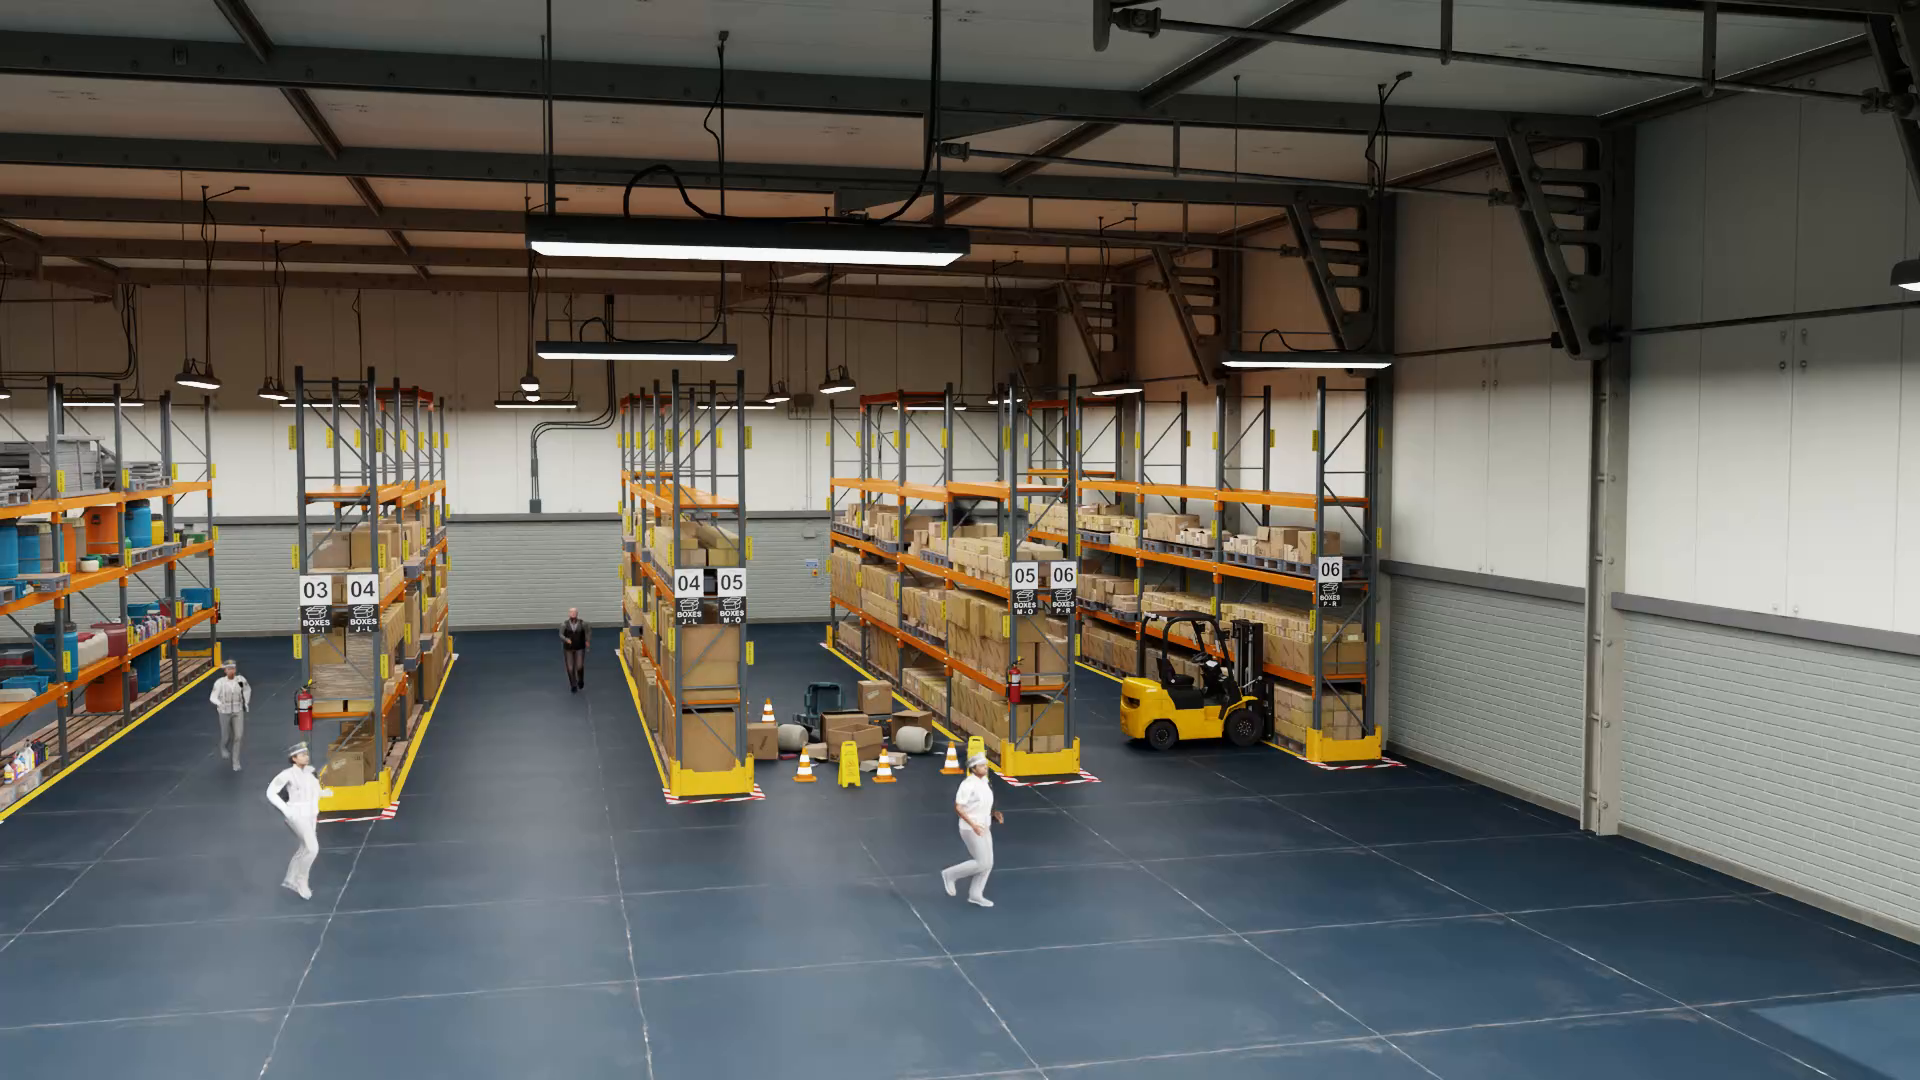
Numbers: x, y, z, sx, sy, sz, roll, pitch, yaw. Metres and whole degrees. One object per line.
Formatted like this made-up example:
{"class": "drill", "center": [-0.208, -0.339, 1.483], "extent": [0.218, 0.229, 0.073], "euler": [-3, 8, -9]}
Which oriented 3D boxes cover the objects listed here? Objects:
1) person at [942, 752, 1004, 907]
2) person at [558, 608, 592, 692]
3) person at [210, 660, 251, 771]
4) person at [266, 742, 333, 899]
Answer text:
{"class": "person", "center": [0.151, 3.108, 17.993], "extent": [0.605, 1.658, 0.574], "euler": [2, 4, 27]}
{"class": "person", "center": [-7.640, 2.187, 32.988], "extent": [0.644, 1.681, 0.592], "euler": [-1, 3, -10]}
{"class": "person", "center": [-11.147, 2.646, 25.444], "extent": [0.600, 1.676, 0.892], "euler": [-2, 4, -31]}
{"class": "person", "center": [-7.199, 3.073, 18.269], "extent": [0.639, 1.727, 0.592], "euler": [1, 4, 17]}
